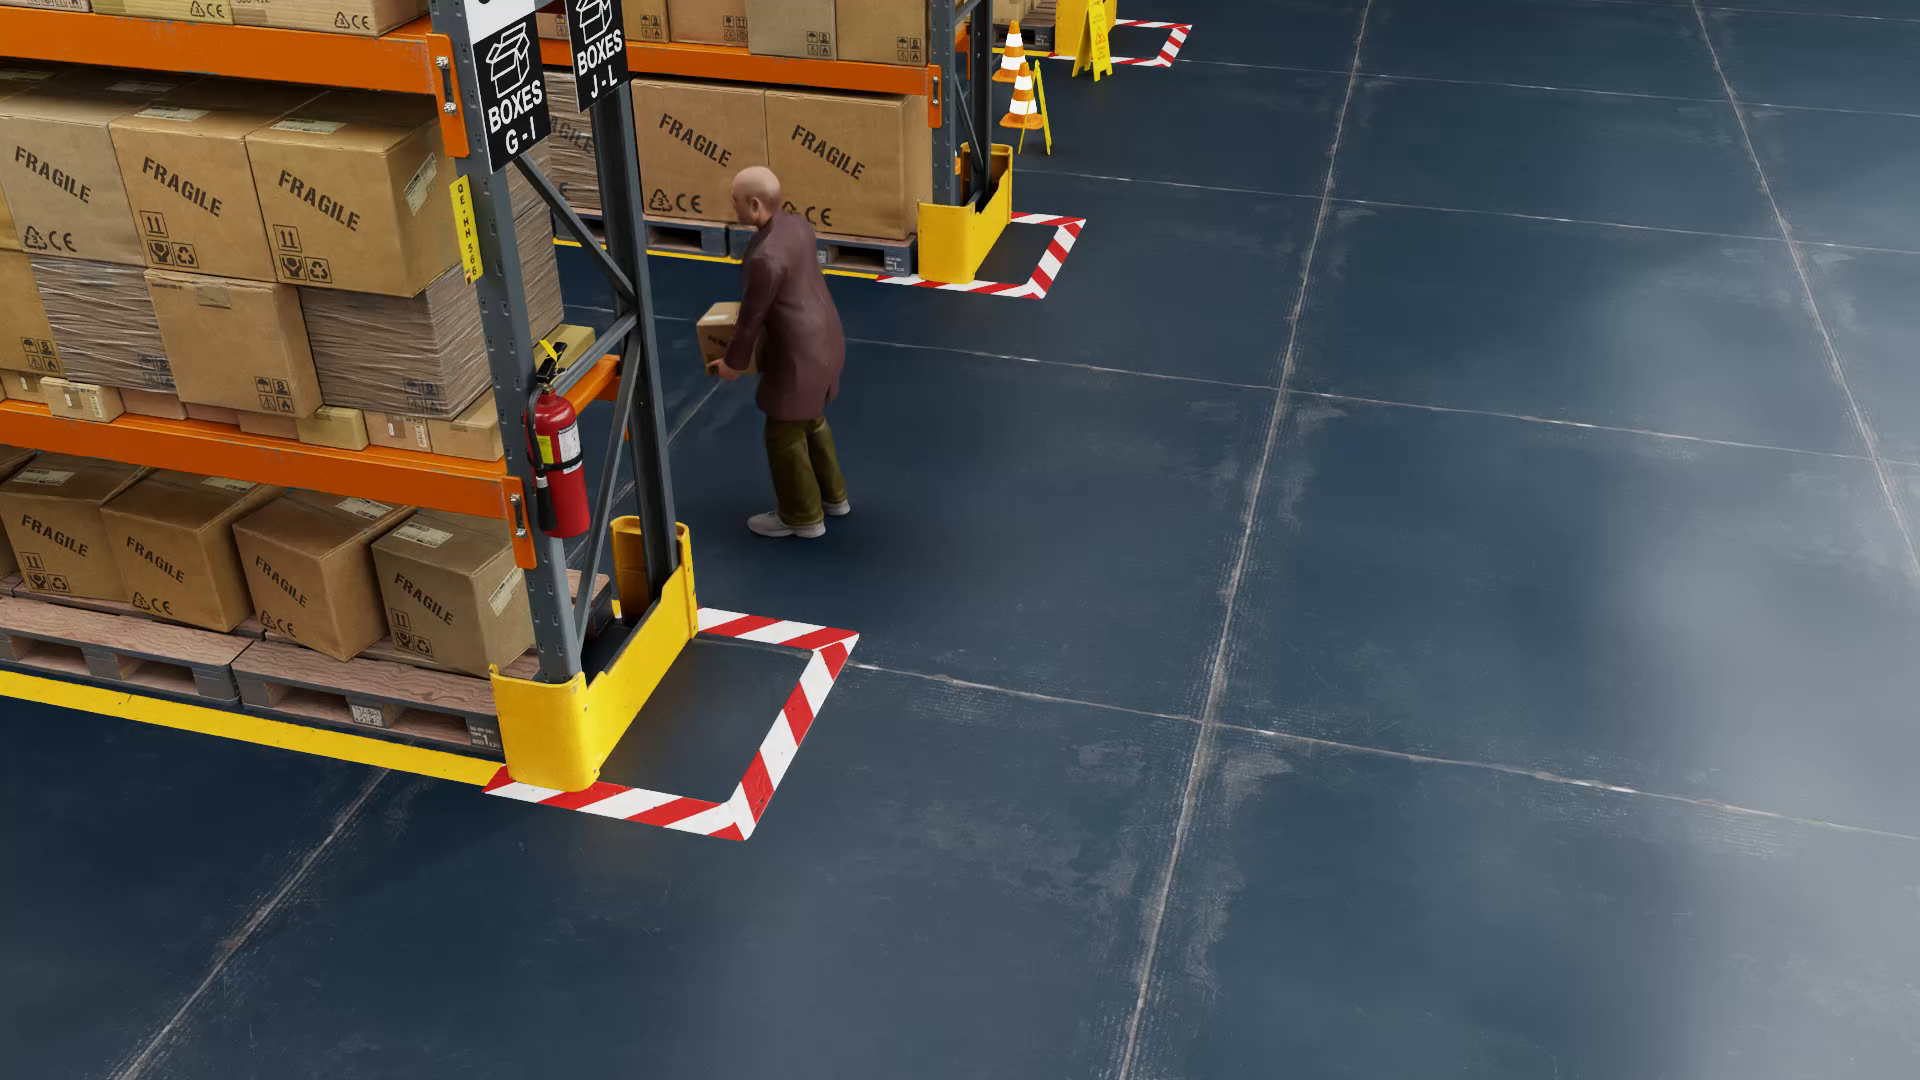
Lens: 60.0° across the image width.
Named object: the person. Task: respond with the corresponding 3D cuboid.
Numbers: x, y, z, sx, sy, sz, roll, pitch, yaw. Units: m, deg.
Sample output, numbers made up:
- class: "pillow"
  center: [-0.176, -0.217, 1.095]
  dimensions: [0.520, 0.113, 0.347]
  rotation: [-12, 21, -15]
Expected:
- class: "person"
  center: [-0.820, -0.761, 7.544]
  dimensions: [0.592, 1.574, 0.529]
  rotation: [7, 33, 11]
